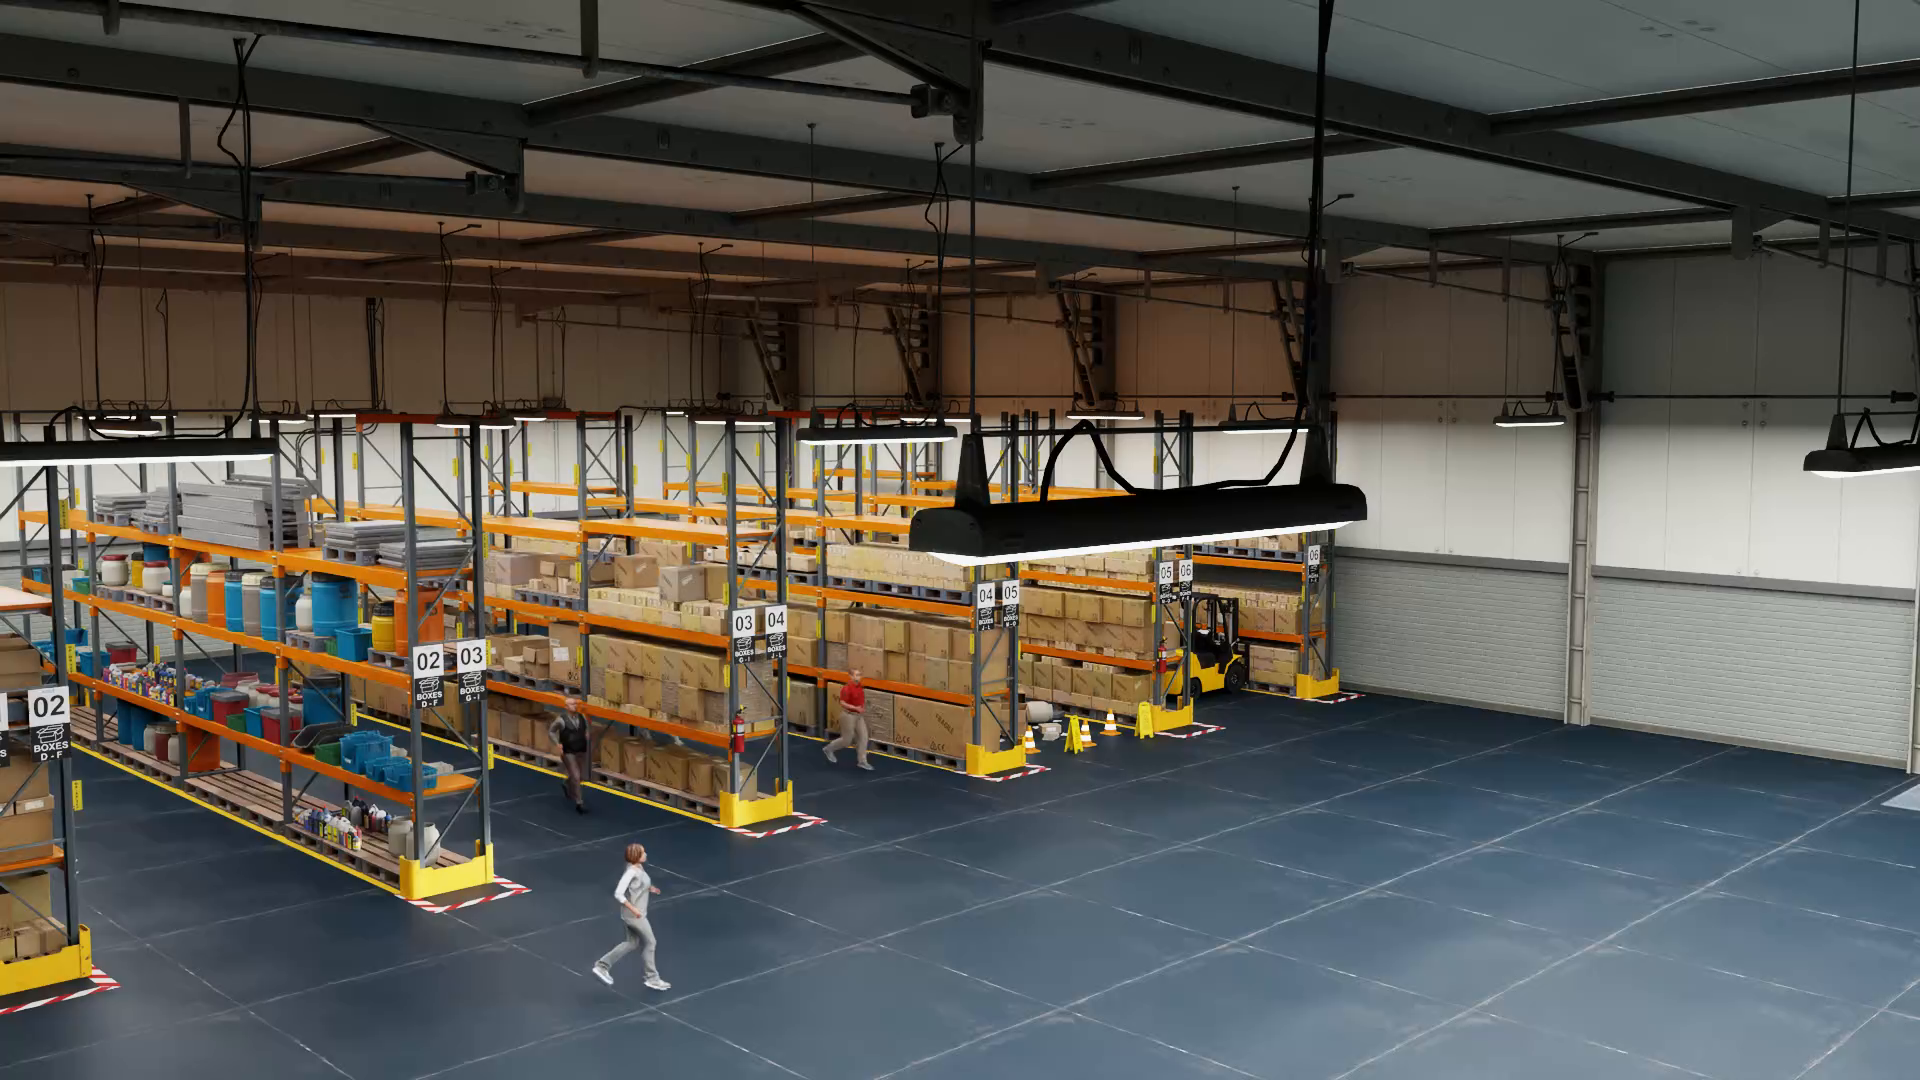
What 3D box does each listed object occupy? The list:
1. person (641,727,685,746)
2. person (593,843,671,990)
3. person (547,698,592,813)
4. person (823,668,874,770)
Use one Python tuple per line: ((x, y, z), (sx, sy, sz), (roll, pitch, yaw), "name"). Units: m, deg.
((-5.399, 2.812, 30.089), (0.937, 1.786, 0.716), (3, 6, 35), "person")
((-3.498, 4.004, 17.659), (0.815, 1.604, 0.526), (-1, 5, -15), "person")
((-5.932, 3.265, 25.458), (0.667, 1.699, 0.915), (-5, 7, -44), "person")
((-1.887, 3.028, 28.274), (0.930, 1.728, 0.648), (3, 6, 29), "person")
